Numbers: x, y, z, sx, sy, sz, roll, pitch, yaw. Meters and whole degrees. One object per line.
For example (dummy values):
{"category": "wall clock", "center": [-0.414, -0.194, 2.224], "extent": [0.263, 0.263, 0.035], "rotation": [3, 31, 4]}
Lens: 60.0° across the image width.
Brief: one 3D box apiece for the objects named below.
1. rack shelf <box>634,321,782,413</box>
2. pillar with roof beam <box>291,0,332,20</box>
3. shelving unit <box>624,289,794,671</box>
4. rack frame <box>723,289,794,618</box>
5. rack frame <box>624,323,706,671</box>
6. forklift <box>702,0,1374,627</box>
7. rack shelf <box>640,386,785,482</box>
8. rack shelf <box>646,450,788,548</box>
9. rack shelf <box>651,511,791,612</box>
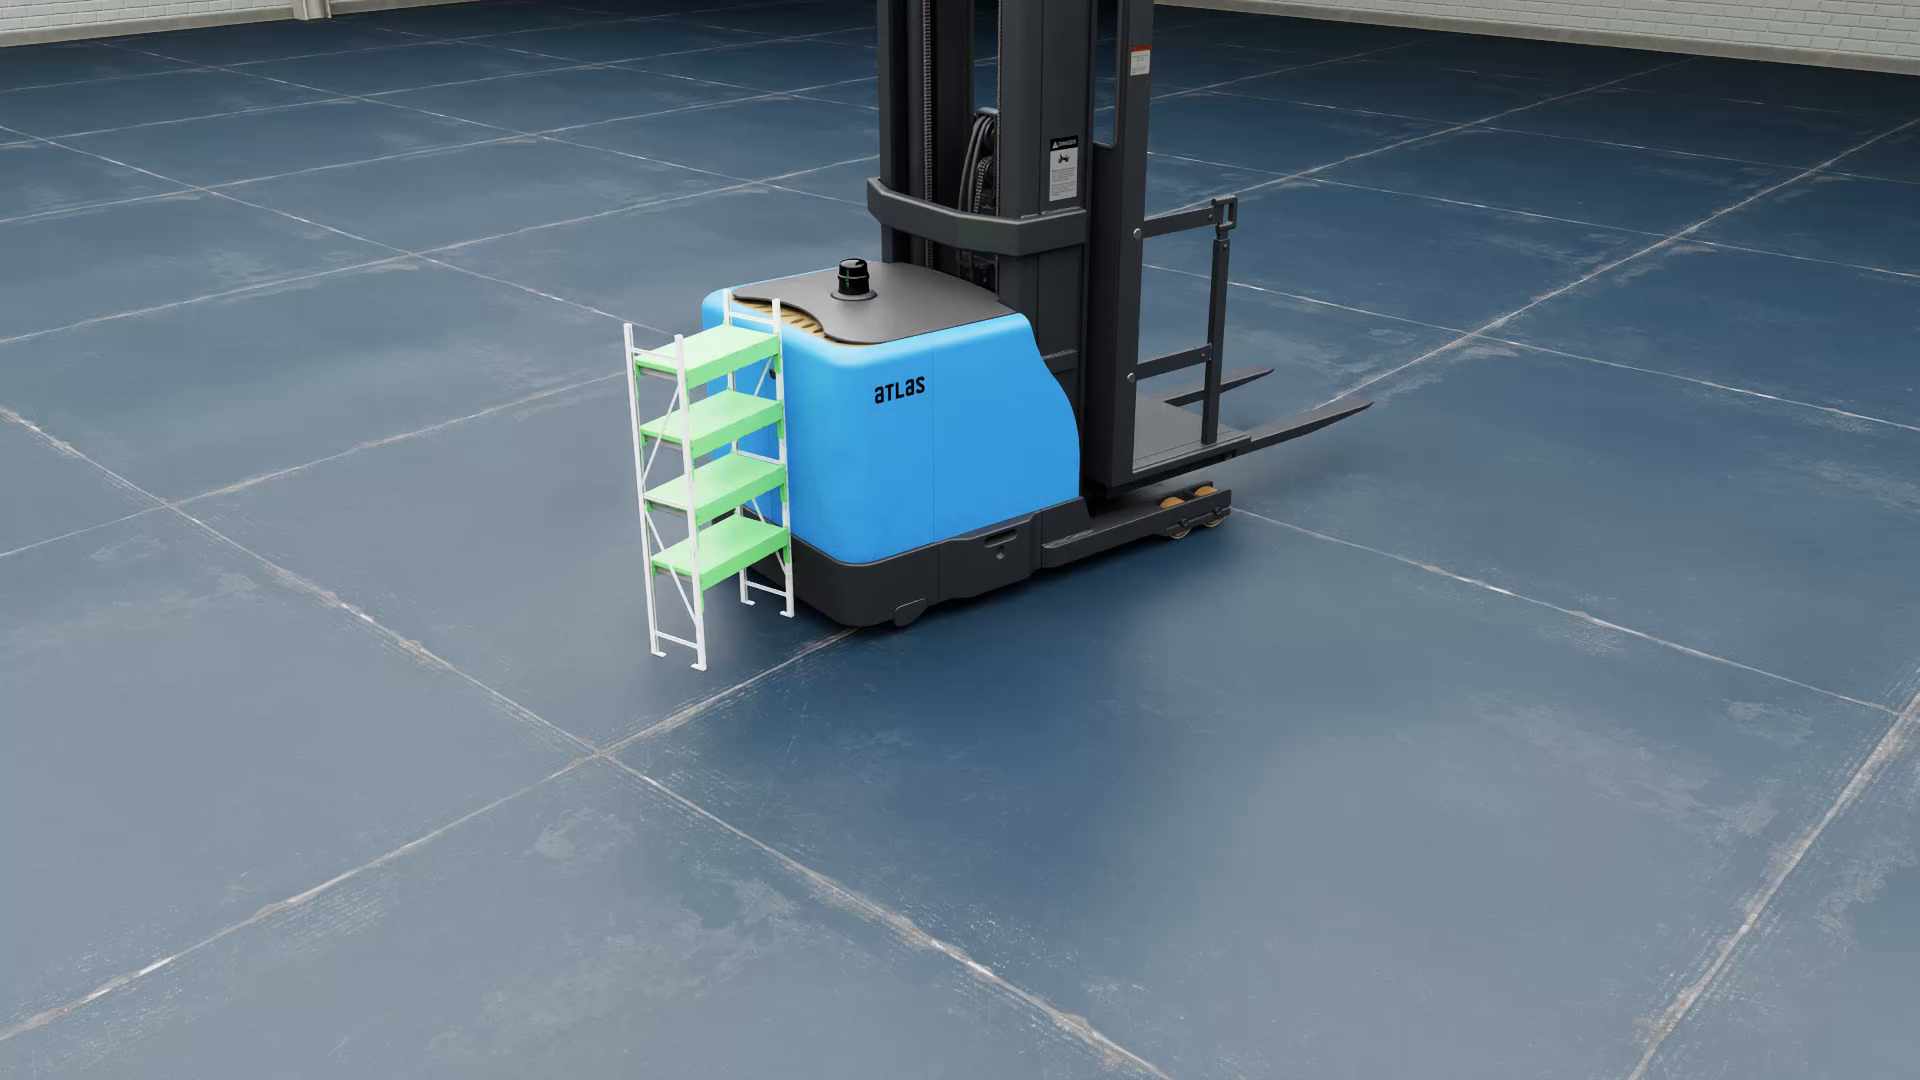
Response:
{"category": "rack shelf", "center": [-0.849, -0.588, 5.577], "extent": [0.258, 0.148, 0.480], "rotation": [15, 28, 30]}
{"category": "pillar with roof beam", "center": [-5.562, -10.002, 18.059], "extent": [9.100, 9.000, 0.400], "rotation": [20, 31, 38]}
{"category": "shelving unit", "center": [-0.849, -0.208, 5.747], "extent": [0.258, 1.200, 0.503], "rotation": [15, 28, 30]}
{"category": "rack frame", "center": [-0.715, -0.291, 5.934], "extent": [0.240, 1.200, 0.015], "rotation": [15, 28, 30]}
{"category": "rack frame", "center": [-0.982, -0.124, 5.560], "extent": [0.240, 1.200, 0.015], "rotation": [15, 28, 30]}
{"category": "forklift", "center": [0.498, -1.496, 6.503], "extent": [3.031, 2.935, 1.130], "rotation": [-18, 30, -34]}
{"category": "rack shelf", "center": [-0.849, -0.369, 5.675], "extent": [0.258, 0.148, 0.480], "rotation": [15, 28, 30]}
{"category": "rack shelf", "center": [-0.849, -0.150, 5.773], "extent": [0.258, 0.148, 0.480], "rotation": [15, 28, 30]}
{"category": "rack shelf", "center": [-0.849, 0.069, 5.871], "extent": [0.258, 0.148, 0.480], "rotation": [15, 28, 30]}
